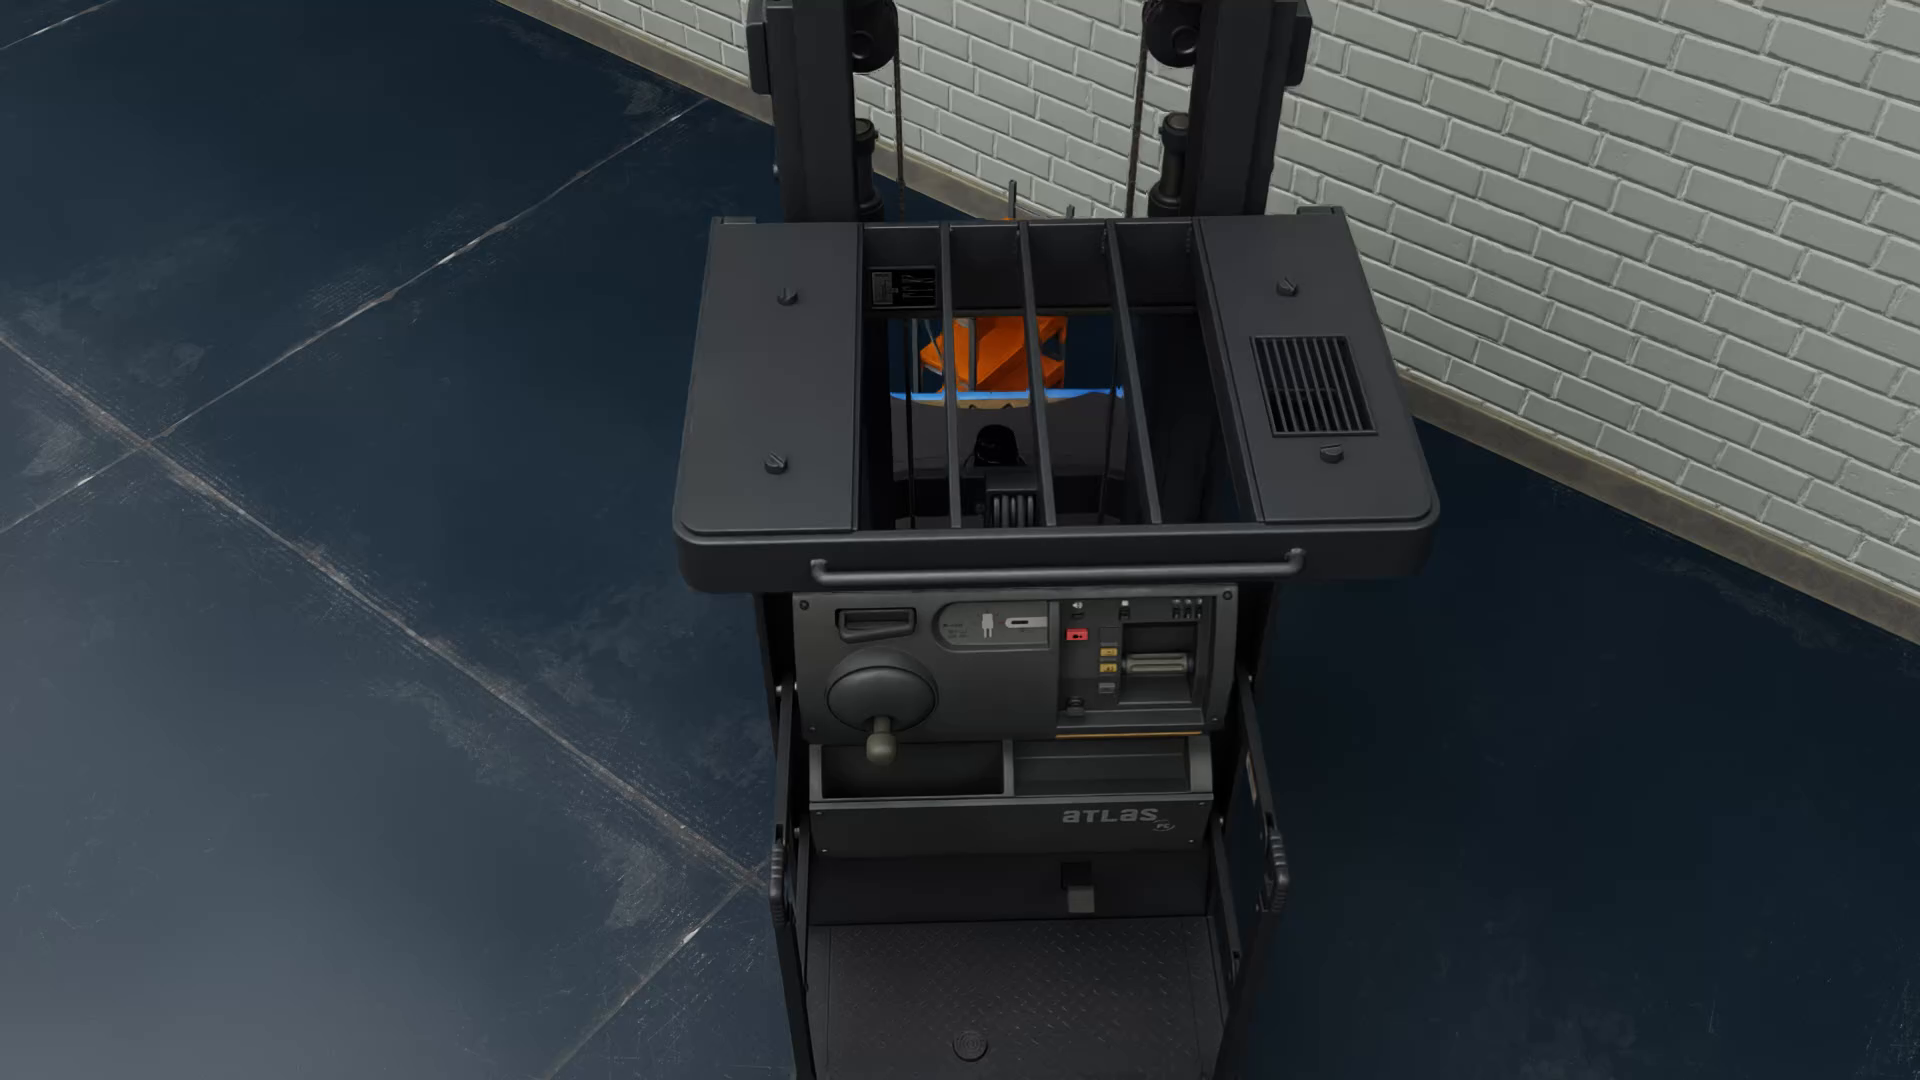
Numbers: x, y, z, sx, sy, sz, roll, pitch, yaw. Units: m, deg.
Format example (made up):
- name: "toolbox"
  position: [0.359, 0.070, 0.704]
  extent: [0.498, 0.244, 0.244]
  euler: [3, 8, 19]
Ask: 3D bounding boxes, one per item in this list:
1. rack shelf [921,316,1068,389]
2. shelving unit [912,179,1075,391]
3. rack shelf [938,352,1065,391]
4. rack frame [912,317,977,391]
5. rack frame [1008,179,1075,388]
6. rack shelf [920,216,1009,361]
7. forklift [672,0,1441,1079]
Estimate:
- name: "rack shelf"
  position: [0.101, -0.617, 5.294]
  extent: [0.258, 0.148, 0.480]
  euler: [29, 53, 25]
- name: "shelving unit"
  position: [0.101, -0.509, 5.407]
  extent: [0.258, 1.200, 0.503]
  euler: [29, 53, 25]
- name: "rack shelf"
  position: [0.101, -0.463, 5.455]
  extent: [0.258, 0.148, 0.480]
  euler: [29, 53, 25]
- name: "rack frame"
  position: [-0.048, -0.370, 5.273]
  extent: [0.240, 1.200, 0.015]
  euler: [29, 53, 25]
- name: "rack frame"
  position: [0.250, -0.649, 5.540]
  extent: [0.240, 1.200, 0.015]
  euler: [29, 53, 25]
- name: "rack shelf"
  position: [0.101, -0.781, 5.122]
  extent: [0.258, 0.148, 0.480]
  euler: [29, 53, 25]
- name: "forklift"
  position: [0.126, 0.369, 3.371]
  extent: [1.130, 2.935, 3.031]
  euler: [-1, 46, -1]
